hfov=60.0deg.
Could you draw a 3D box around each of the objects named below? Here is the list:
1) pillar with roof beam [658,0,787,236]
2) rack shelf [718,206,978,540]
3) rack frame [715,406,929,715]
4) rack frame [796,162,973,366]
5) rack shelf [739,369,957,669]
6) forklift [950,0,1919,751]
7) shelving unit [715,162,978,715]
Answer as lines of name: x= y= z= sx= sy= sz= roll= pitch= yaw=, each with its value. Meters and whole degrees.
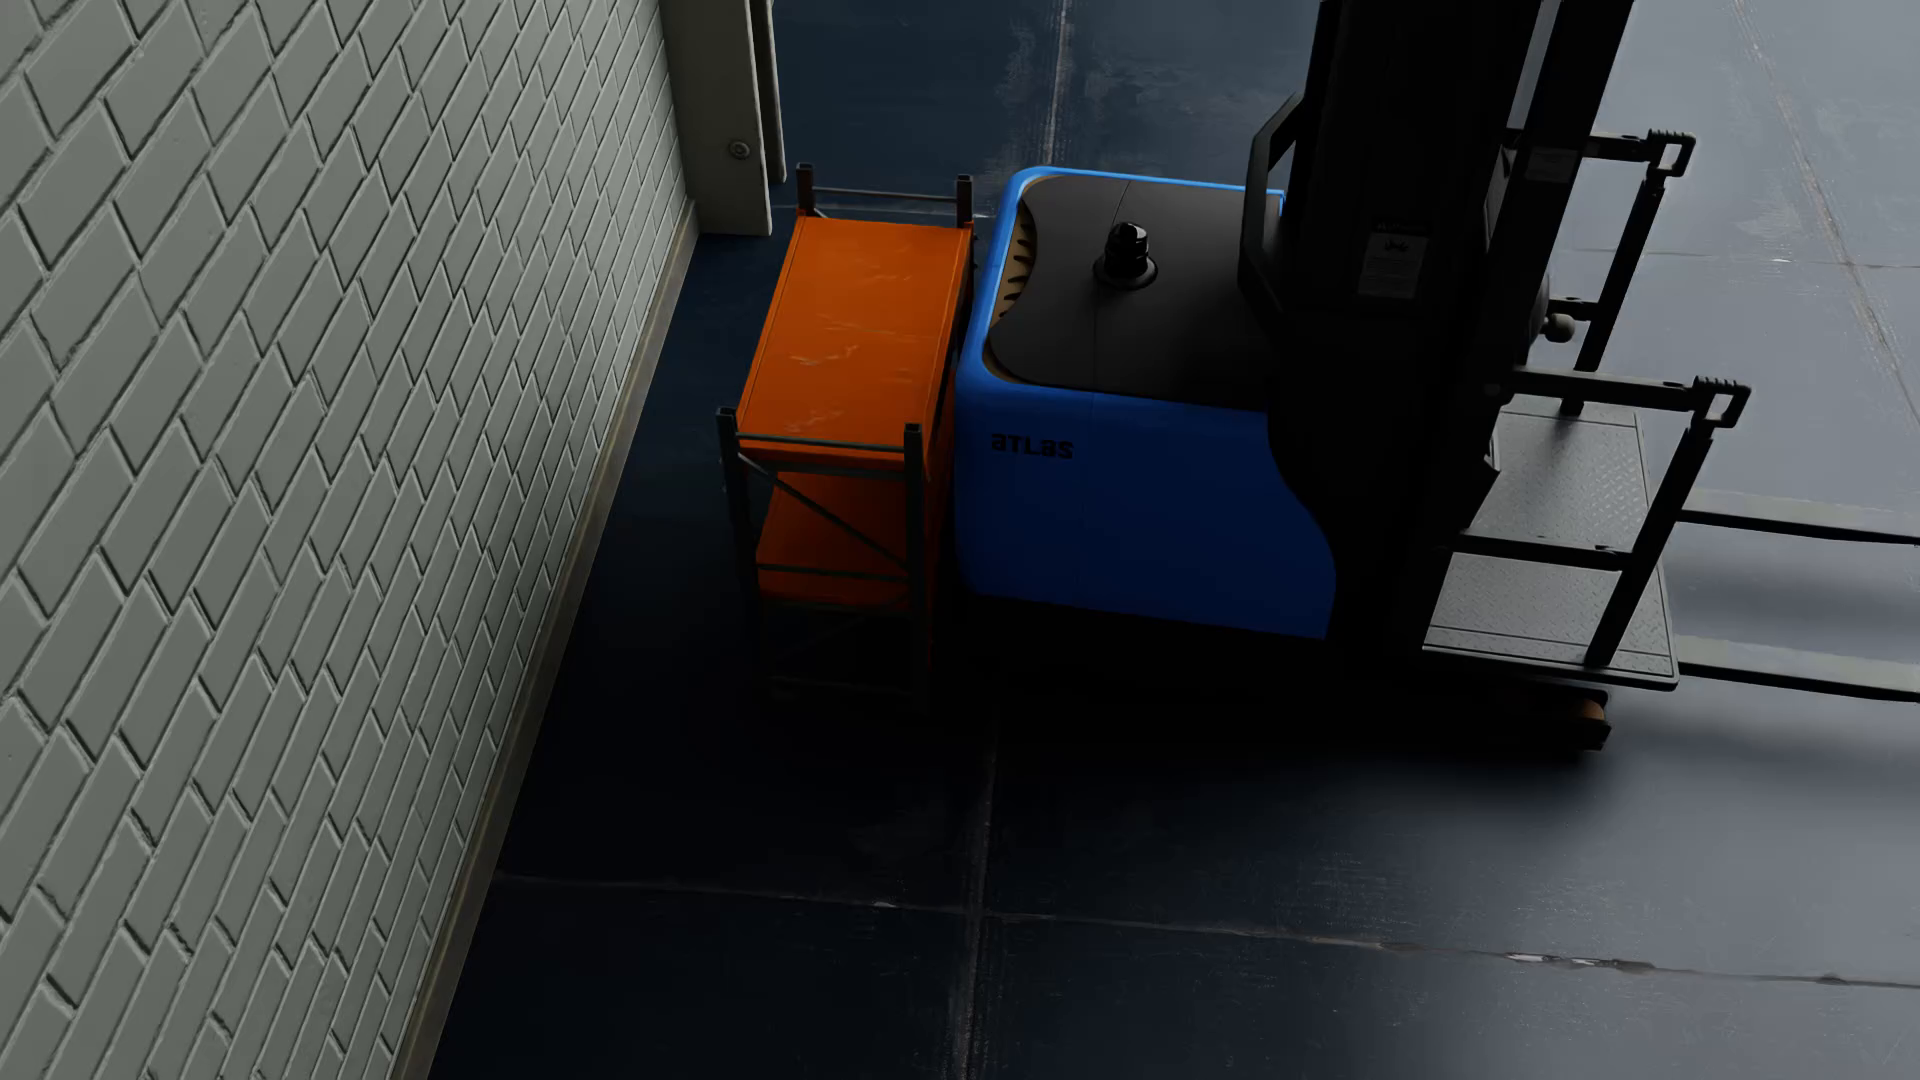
pillar with roof beam: x=3.431 y=-4.056 z=2.861 sx=9.100 sy=9.000 sz=0.400 roll=4 pitch=48 yaw=4
rack shelf: x=-0.276 y=-0.480 z=4.530 sx=0.538 sy=0.278 sz=1.000 roll=5 pitch=48 yaw=5
rack frame: x=-0.339 y=0.090 z=4.405 sx=0.500 sy=1.125 sz=0.032 roll=5 pitch=48 yaw=5
rack frame: x=-0.213 y=-0.655 z=5.086 sx=0.500 sy=1.125 sz=0.032 roll=5 pitch=48 yaw=5
rack shelf: x=-0.276 y=-0.117 z=4.926 sx=0.538 sy=0.278 sz=1.000 roll=5 pitch=48 yaw=5
forklift: x=1.537 y=-0.818 z=4.012 sx=3.031 sy=2.935 sz=1.130 roll=7 pitch=48 yaw=7
shelving unit: x=-0.276 y=-0.282 z=4.746 sx=0.538 sy=1.125 sz=1.048 roll=5 pitch=48 yaw=5
